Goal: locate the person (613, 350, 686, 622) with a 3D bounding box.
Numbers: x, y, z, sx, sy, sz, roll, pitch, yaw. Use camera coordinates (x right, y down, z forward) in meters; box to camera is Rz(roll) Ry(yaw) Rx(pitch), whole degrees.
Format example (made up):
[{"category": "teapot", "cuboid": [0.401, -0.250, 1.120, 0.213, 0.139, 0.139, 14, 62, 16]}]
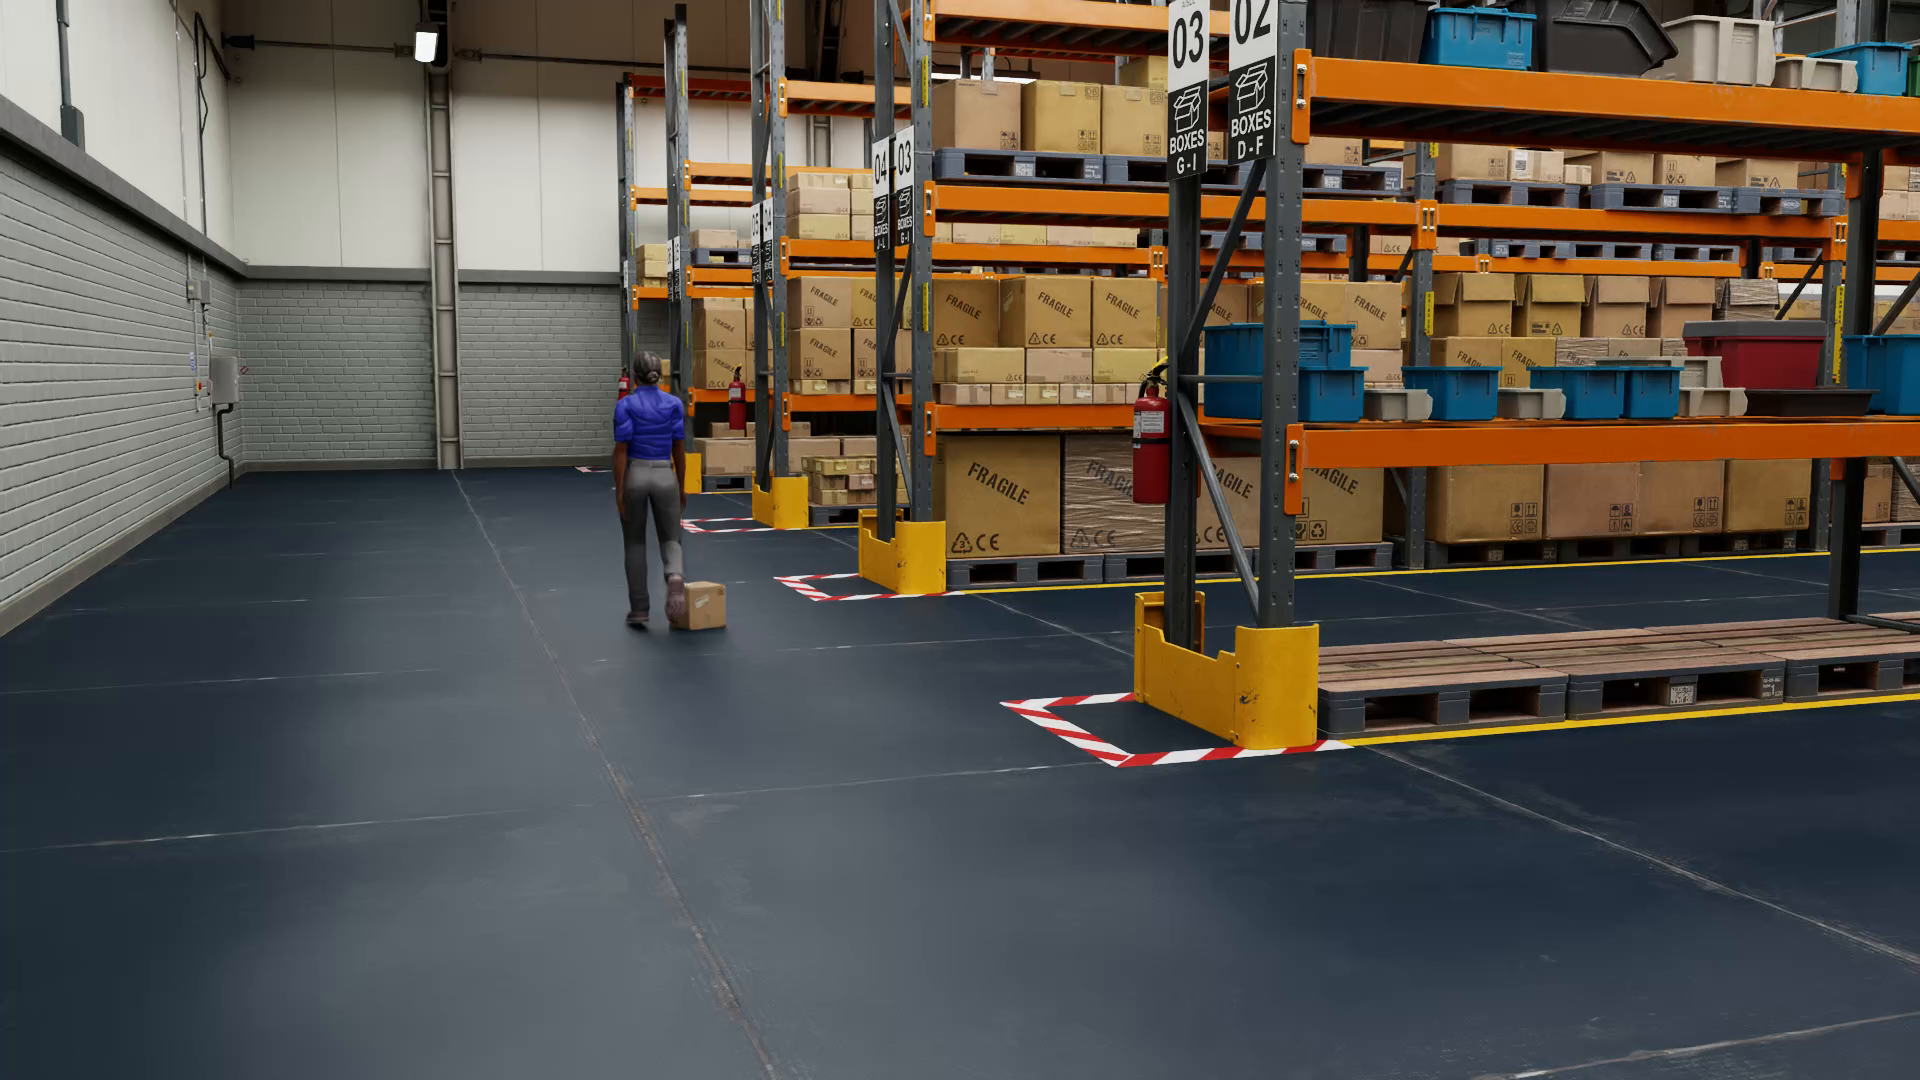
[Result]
[{"category": "person", "cuboid": [-1.836, -0.301, 9.888, 0.447, 1.645, 0.651, -2, 6, -20]}]
